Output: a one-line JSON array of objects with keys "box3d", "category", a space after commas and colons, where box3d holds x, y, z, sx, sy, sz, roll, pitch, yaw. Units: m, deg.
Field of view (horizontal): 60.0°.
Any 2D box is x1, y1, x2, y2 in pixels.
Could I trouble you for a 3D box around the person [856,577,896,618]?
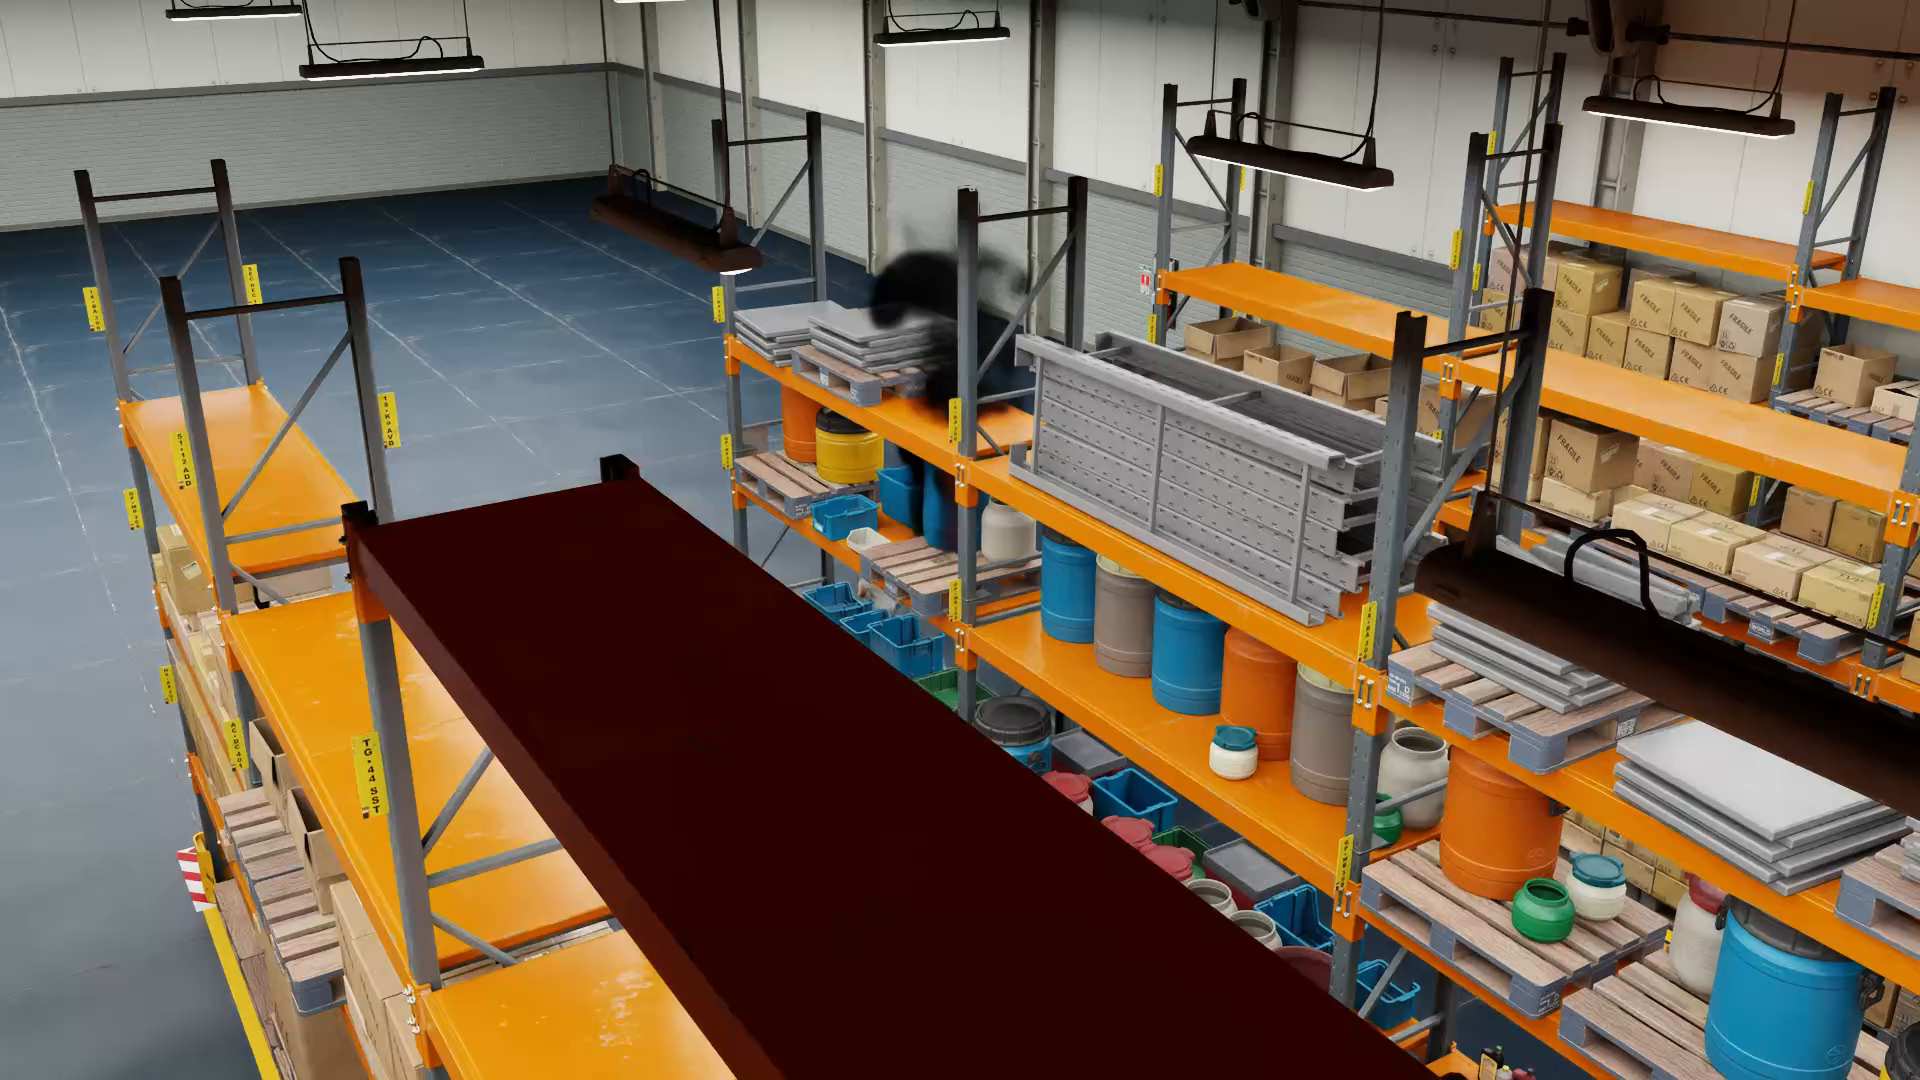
[{"box3d": [-0.816, 0.738, 17.379, 0.864, 1.663, 0.604, 19, 29, 39], "category": "person"}]
